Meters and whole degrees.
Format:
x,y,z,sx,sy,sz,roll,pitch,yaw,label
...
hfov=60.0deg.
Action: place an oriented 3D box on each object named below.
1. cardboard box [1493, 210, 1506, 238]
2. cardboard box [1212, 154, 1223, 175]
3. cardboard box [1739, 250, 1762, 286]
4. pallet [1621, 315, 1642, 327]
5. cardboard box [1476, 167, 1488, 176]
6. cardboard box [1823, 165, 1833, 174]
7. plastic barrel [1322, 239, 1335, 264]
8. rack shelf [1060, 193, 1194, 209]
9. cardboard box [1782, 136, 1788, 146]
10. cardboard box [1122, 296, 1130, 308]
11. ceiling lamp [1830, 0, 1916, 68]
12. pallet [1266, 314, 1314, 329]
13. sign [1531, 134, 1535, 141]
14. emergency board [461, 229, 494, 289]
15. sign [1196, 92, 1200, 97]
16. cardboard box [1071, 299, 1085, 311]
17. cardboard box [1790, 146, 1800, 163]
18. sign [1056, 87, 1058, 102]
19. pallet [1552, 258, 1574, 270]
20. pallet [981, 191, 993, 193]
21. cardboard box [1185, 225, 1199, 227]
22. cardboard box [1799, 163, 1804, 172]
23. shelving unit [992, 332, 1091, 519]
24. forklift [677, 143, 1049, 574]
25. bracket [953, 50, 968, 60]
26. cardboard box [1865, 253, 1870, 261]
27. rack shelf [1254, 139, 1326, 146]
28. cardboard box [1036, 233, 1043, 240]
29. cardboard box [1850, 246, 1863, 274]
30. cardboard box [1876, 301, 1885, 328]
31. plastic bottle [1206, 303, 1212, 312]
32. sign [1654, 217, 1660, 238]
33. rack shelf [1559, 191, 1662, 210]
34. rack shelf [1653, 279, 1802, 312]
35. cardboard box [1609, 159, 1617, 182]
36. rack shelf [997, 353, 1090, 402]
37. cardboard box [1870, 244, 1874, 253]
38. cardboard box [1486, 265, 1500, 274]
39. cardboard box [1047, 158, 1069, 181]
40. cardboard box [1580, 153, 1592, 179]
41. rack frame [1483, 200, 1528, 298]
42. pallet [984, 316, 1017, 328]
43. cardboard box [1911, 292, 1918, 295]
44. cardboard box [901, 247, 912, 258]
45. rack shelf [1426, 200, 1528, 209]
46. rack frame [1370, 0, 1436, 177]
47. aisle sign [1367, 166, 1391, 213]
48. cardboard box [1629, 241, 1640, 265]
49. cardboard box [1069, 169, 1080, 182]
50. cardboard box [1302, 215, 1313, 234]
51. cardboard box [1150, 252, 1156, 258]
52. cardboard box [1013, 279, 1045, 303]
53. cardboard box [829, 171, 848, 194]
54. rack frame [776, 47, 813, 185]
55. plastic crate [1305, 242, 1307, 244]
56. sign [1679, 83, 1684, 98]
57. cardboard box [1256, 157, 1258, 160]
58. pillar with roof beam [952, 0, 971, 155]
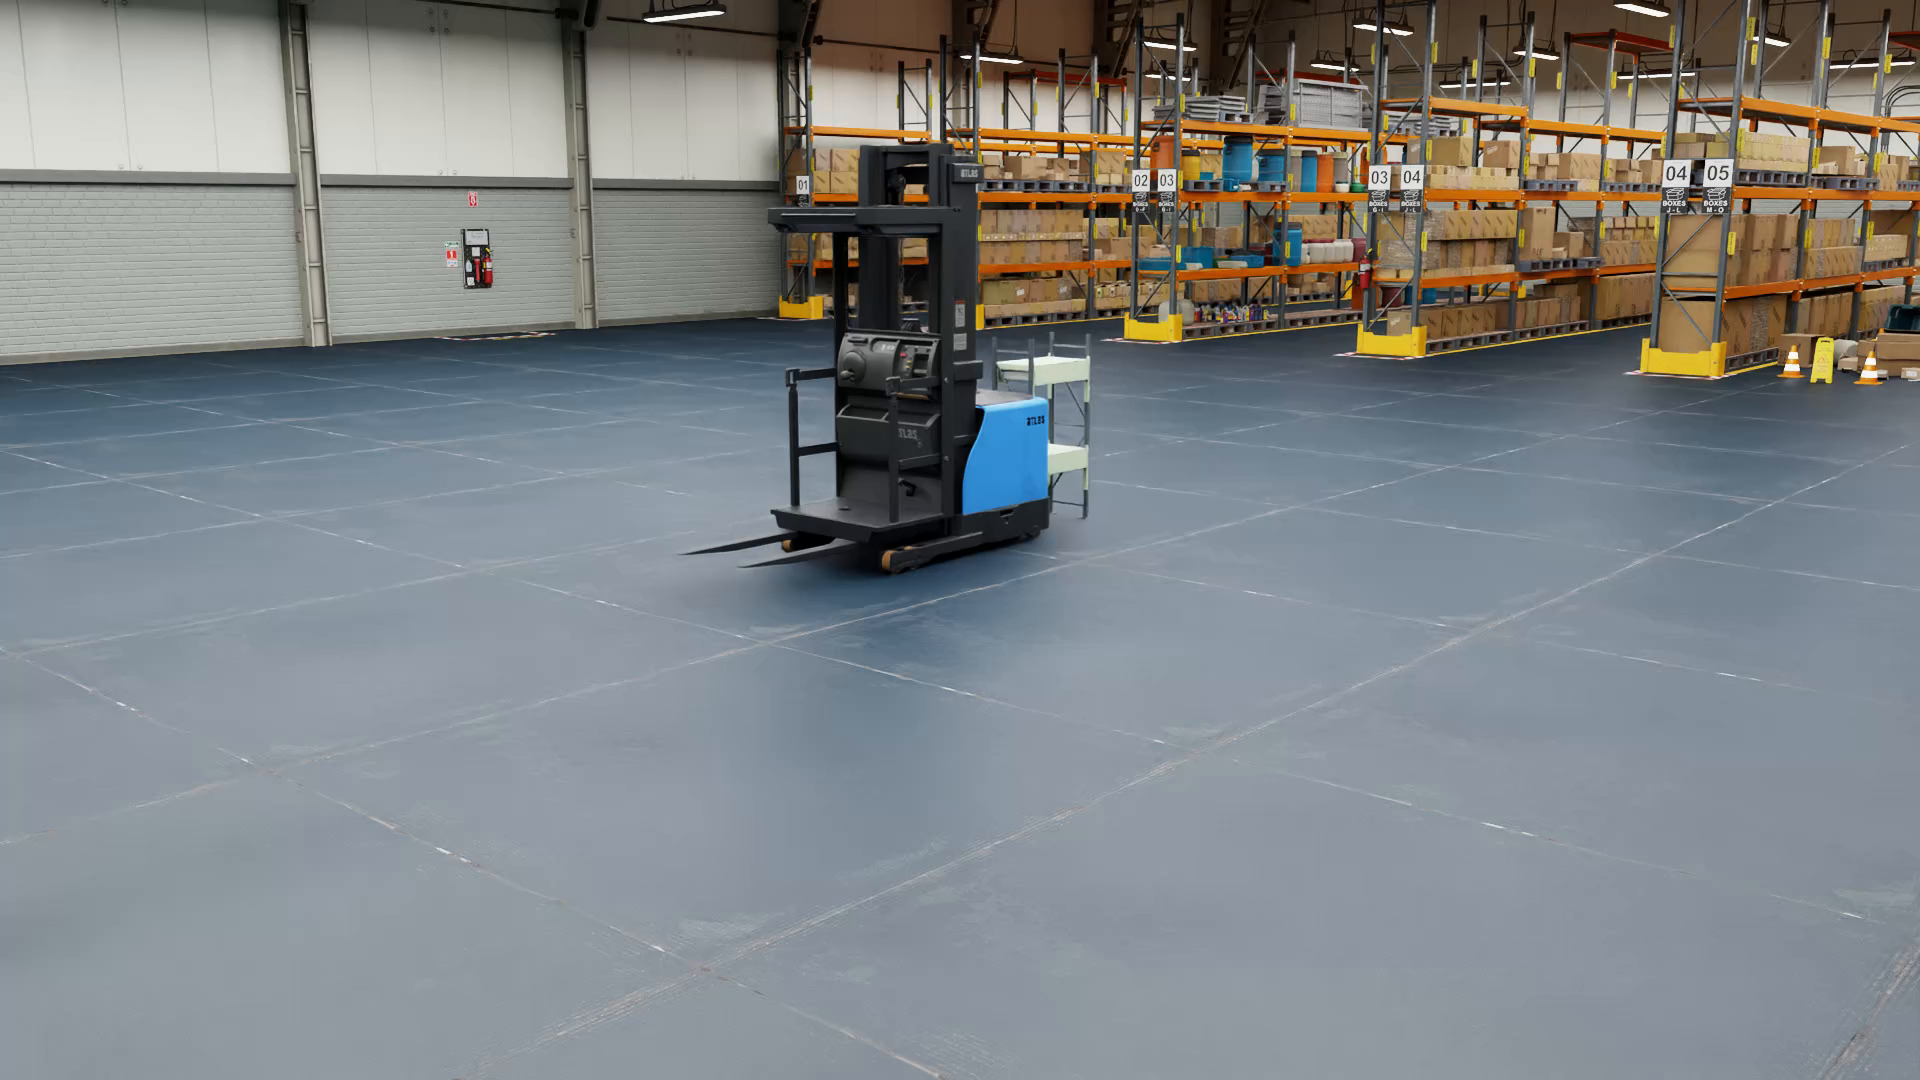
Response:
x,y,z,sx,sy,sz,roll,pitch,yaw,label
9.651,-5.788,30.464,0.500,0.500,0.500,10,15,40,cardboard box
6.238,-9.372,41.508,0.500,0.500,0.500,10,15,40,cardboard box
12.110,-4.317,26.286,0.875,0.550,0.550,10,15,40,cardboard box
14.093,-4.784,36.125,1.003,0.211,1.213,10,15,40,pallet
9.207,-6.591,29.760,0.380,0.149,0.250,11,16,43,cardboard box
14.850,-6.397,28.738,0.380,0.149,0.250,10,15,40,cardboard box
7.916,-6.269,36.094,0.433,0.535,0.433,0,11,0,plastic barrel
3.952,-7.972,39.144,1.077,0.370,4.000,10,15,40,rack shelf
12.894,-6.335,26.391,0.380,0.149,0.250,10,15,40,cardboard box
3.762,-5.596,39.018,0.500,0.250,0.500,9,15,39,cardboard box
21.668,-12.915,39.495,2.000,3.185,0.800,10,15,40,ceiling lamp
6.839,-4.672,35.562,1.003,0.211,1.213,10,15,40,pallet
14.695,-10.399,42.625,0.100,0.325,0.005,10,15,40,sign
-9.541,-5.584,33.012,0.194,1.169,0.643,10,15,40,emergency board
5.691,-10.554,39.790,0.100,0.325,0.005,10,15,40,sign
2.489,-5.321,37.640,0.500,0.250,0.500,10,15,40,cardboard box
13.263,-6.240,26.934,0.500,0.250,0.500,10,15,40,cardboard box
2.216,-10.067,37.550,0.100,0.325,0.005,10,15,40,sign
11.435,-5.476,32.960,1.003,0.211,1.213,10,15,40,pallet
0.078,-8.808,41.975,1.213,0.211,1.003,10,15,40,pallet
6.500,-9.036,49.526,0.980,0.700,0.700,11,16,43,cardboard box
13.563,-6.093,27.213,0.380,0.149,0.250,10,15,41,cardboard box
0.649,-0.882,13.298,0.431,1.500,0.755,10,15,40,shelving unit
-0.657,-1.312,11.798,1.130,2.935,3.031,10,15,40,forklift
0.033,-12.309,42.172,0.235,0.232,0.430,10,15,40,bracket
16.994,-5.372,31.520,0.380,0.149,0.250,11,16,43,cardboard box
9.233,-10.688,44.730,0.831,0.071,3.687,10,15,40,rack shelf
1.600,-6.633,36.350,0.380,0.149,0.250,10,15,42,cardboard box
16.274,-5.159,30.625,0.500,0.500,0.500,10,15,40,cardboard box
17.693,-4.412,32.454,0.500,0.500,0.500,9,15,39,cardboard box
5.100,-4.680,34.124,0.144,0.351,0.185,10,15,40,plastic bottle
10.690,-4.790,25.472,0.100,0.325,0.005,10,15,40,sign
14.031,-7.279,35.676,1.077,0.370,4.000,10,15,40,rack shelf
12.409,-3.975,26.791,1.077,0.370,4.000,10,15,40,rack shelf
13.563,-7.830,35.270,0.500,0.500,0.500,11,16,43,cardboard box
0.649,-1.265,13.221,0.431,0.370,0.720,10,15,40,rack shelf
17.191,-5.564,31.721,0.380,0.149,0.250,9,15,39,cardboard box
9.686,-4.970,30.576,0.380,0.149,0.250,10,15,40,cardboard box
2.101,-8.314,37.336,0.500,0.500,0.500,-11,15,-43,cardboard box
12.253,-7.452,33.175,0.500,0.500,0.500,10,15,40,cardboard box
14.271,-7.684,43.525,1.000,3.000,0.127,10,15,40,rack frame
0.464,-4.722,35.812,1.003,0.211,1.213,10,15,40,pallet
20.958,-5.398,36.766,0.380,0.149,0.250,10,15,41,cardboard box
-1.512,-6.955,40.204,0.500,0.250,0.500,10,15,41,cardboard box
12.951,-8.508,41.828,1.077,0.370,4.000,10,15,40,rack shelf
7.430,-7.632,27.945,1.000,3.000,0.127,10,15,40,rack frame
7.164,-5.994,28.427,0.394,0.787,0.004,10,15,40,aisle sign
14.242,-6.177,35.726,0.500,0.500,0.500,10,15,41,cardboard box
2.828,-9.841,45.288,0.700,0.500,0.500,10,15,40,cardboard box
9.115,-8.460,44.603,0.500,0.500,0.500,9,15,39,cardboard box
4.472,-6.830,39.890,0.250,0.149,0.380,-11,16,-43,cardboard box
1.504,-5.467,36.457,0.500,0.500,0.500,10,15,40,cardboard box
-2.943,-8.232,38.303,0.500,0.500,0.500,-11,16,-44,cardboard box
-3.733,-9.553,37.564,1.000,3.000,0.127,10,15,40,rack frame
7.694,-6.340,36.633,0.402,0.464,0.583,10,15,40,plastic crate
15.767,-9.826,36.343,0.100,0.325,0.005,10,15,40,sign
8.205,-9.823,43.769,0.700,0.500,0.500,10,15,40,cardboard box
3.274,-10.094,40.273,9.100,9.000,0.400,10,15,40,pillar with roof beam
